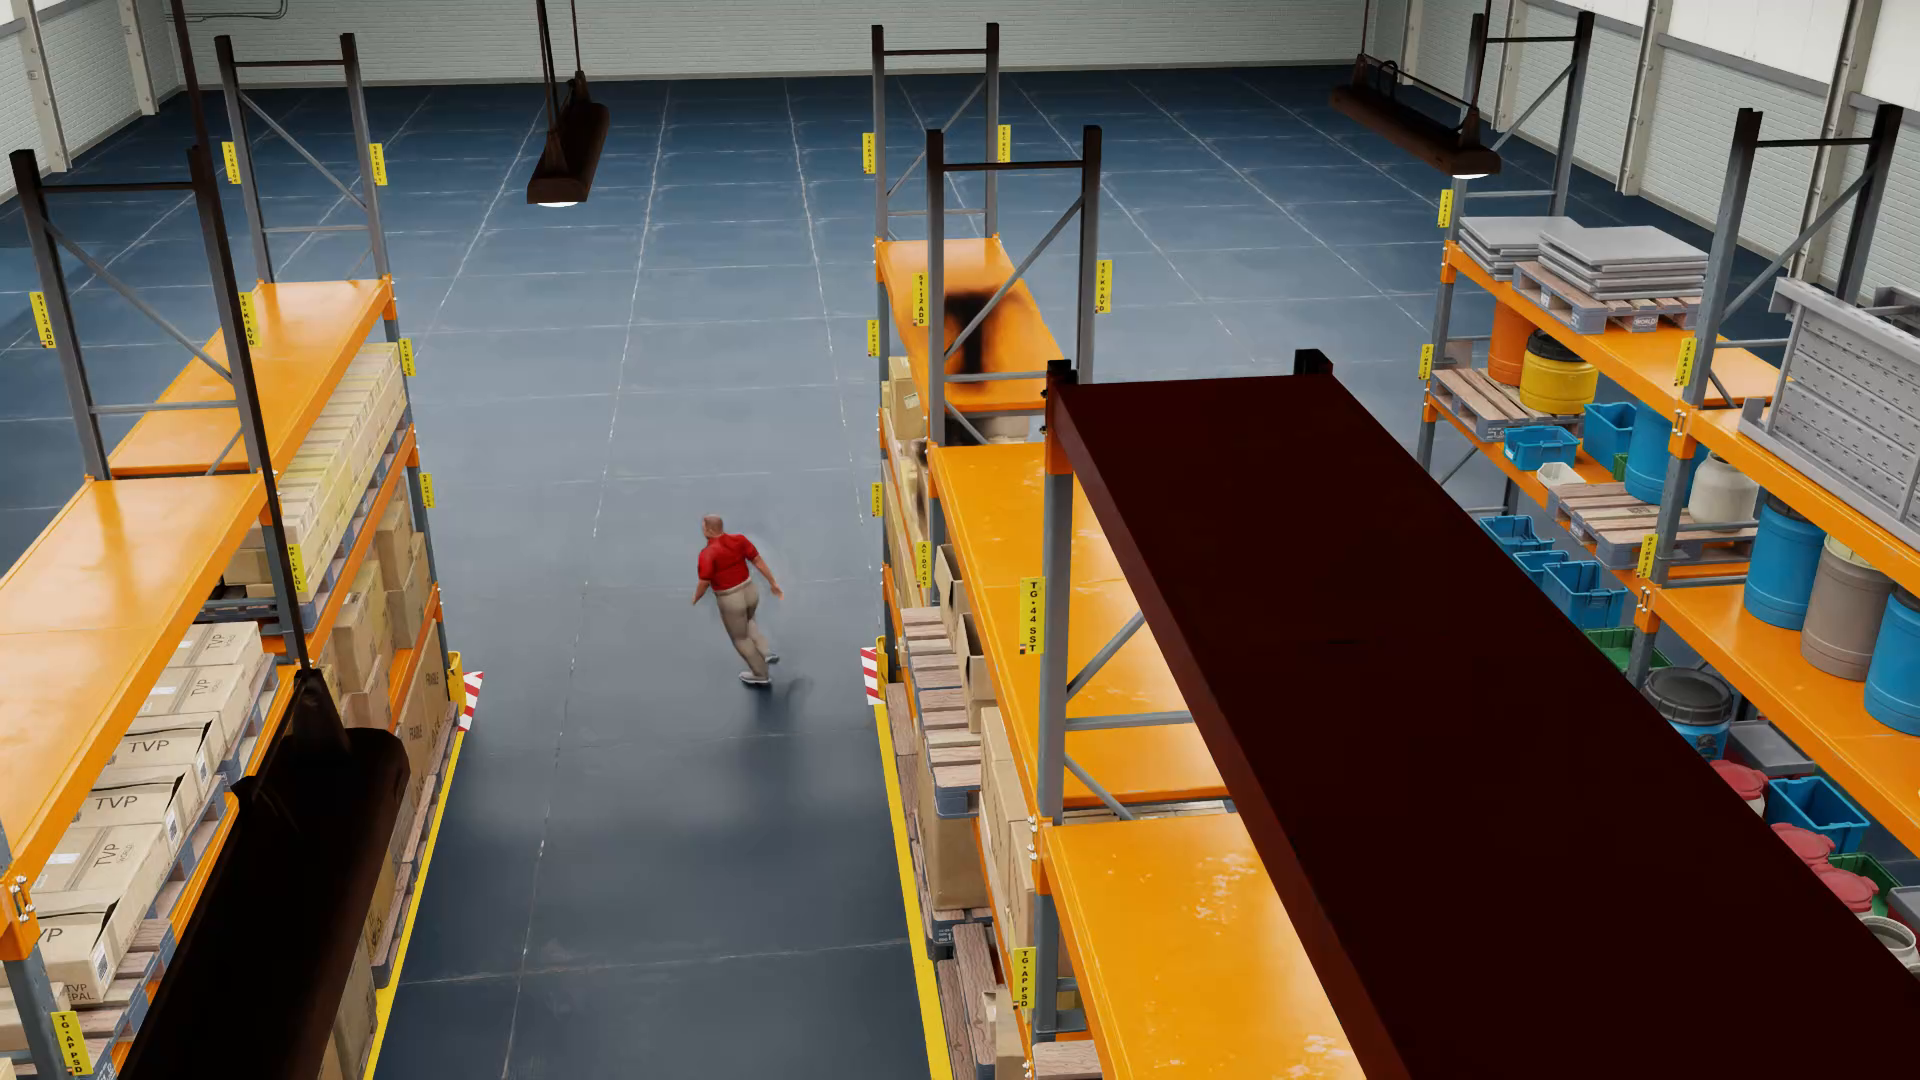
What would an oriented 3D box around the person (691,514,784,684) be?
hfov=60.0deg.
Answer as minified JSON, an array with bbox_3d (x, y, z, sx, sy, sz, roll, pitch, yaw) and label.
[{"bbox_3d":[-2.094,0.546,15.441,0.716,1.671,0.695,21,32,37],"label":"person"}]

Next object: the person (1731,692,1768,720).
[{"bbox_3d":[6.557,1.580,13.380,0.680,1.582,0.952,-8,27,-16],"label":"person"}]
